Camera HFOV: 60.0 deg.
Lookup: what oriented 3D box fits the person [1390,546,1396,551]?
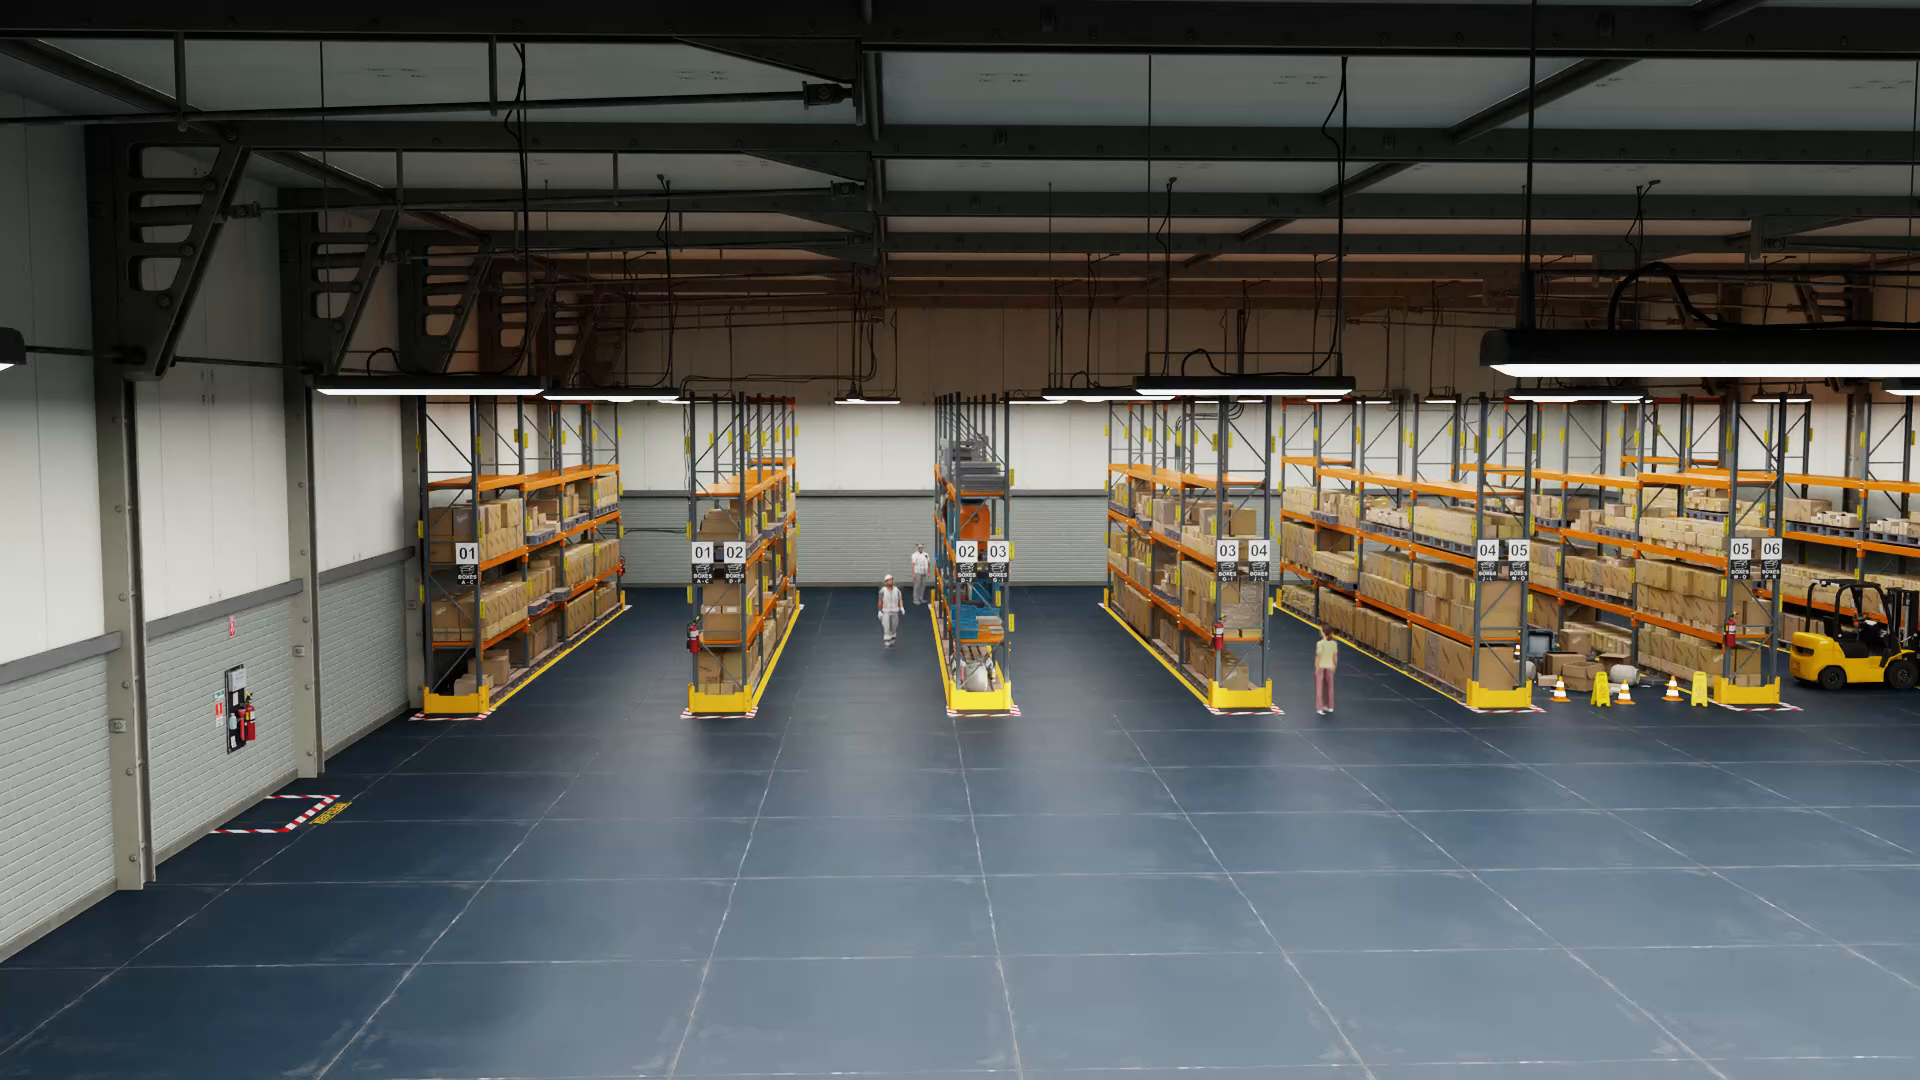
[{"bbox_3d":[13.124,0.858,50.637,0.865,1.563,0.409,-2,5,-23],"label":"person"}]

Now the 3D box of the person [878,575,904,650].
[{"bbox_3d":[-1.609,1.689,38.822,0.614,1.720,1.059,0,5,-5],"label":"person"}]

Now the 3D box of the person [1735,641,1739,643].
[{"bbox_3d":[16.687,1.963,35.972,0.436,1.790,0.630,4,6,41],"label":"person"}]

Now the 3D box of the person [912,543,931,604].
[{"bbox_3d":[-1.138,0.972,48.427,0.430,1.781,0.605,5,6,44],"label":"person"}]

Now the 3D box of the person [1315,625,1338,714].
[{"bbox_3d":[6.852,2.401,31.133,0.419,1.659,0.565,1,5,8],"label":"person"}]
